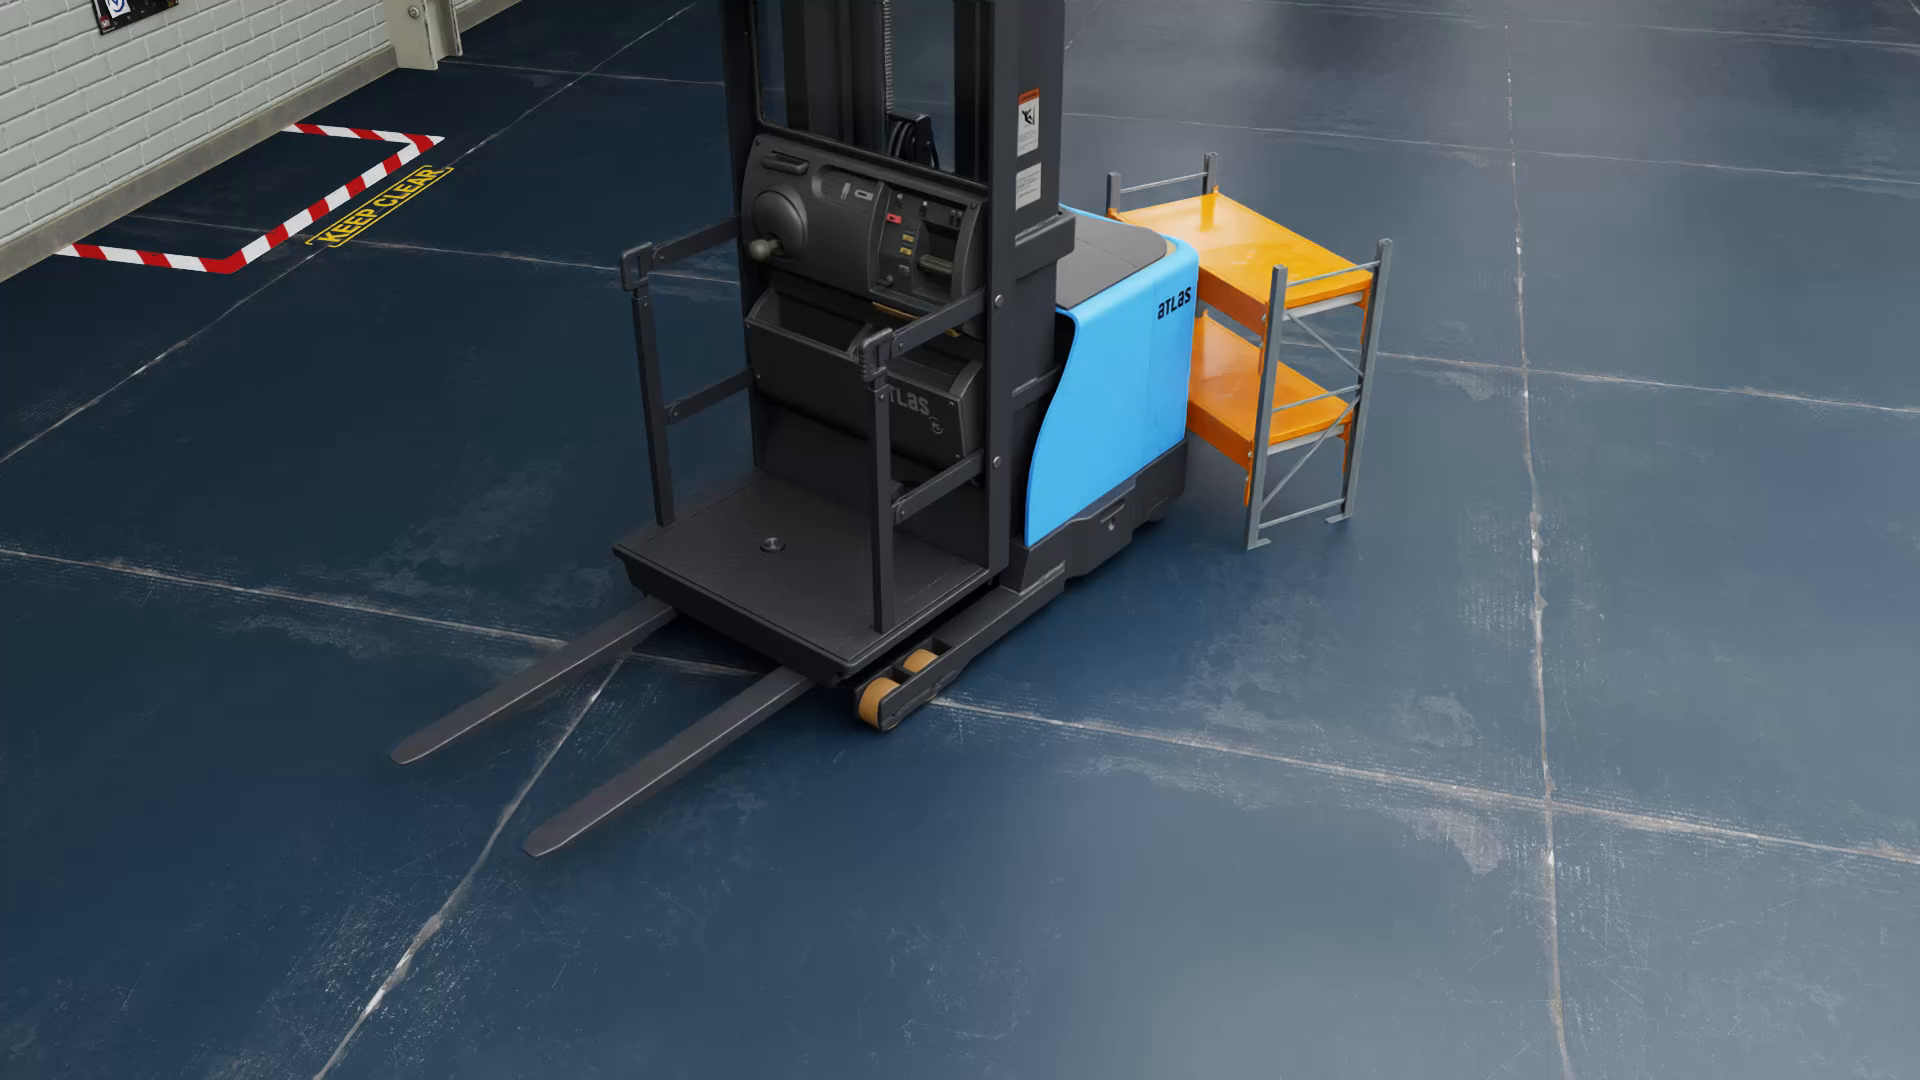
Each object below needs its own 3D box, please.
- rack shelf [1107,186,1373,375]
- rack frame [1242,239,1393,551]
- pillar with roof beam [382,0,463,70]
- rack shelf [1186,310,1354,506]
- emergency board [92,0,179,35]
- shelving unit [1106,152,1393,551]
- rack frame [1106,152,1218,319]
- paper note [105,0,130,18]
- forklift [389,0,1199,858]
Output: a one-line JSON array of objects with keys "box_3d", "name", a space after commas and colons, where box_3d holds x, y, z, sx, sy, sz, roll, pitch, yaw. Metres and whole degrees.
[{"box_3d": [1.036, -0.993, 6.218, 0.538, 0.278, 1.000, -16, 36, -24], "name": "rack shelf"}, {"box_3d": [1.281, -0.507, 5.999, 0.500, 1.125, 0.032, -16, 36, -24], "name": "rack frame"}, {"box_3d": [0.508, -6.513, 8.108, 9.100, 9.000, 0.400, 8, 33, 12], "name": "pillar with roof beam"}, {"box_3d": [1.036, -0.540, 6.506, 0.538, 0.278, 1.000, -16, 36, -24], "name": "rack shelf"}, {"box_3d": [-4.320, -3.291, 8.630, 0.194, 1.169, 0.643, 8, 33, 12], "name": "emergency board"}, {"box_3d": [1.036, -0.746, 6.375, 0.538, 1.125, 1.048, -16, 36, -24], "name": "shelving unit"}, {"box_3d": [0.790, -0.985, 6.751, 0.500, 1.125, 0.032, -16, 36, -24], "name": "rack frame"}, {"box_3d": [-4.431, -2.836, 8.737, 0.016, 0.148, 0.142, 8, 33, 12], "name": "paper note"}, {"box_3d": [-0.451, -0.934, 4.988, 1.130, 2.935, 3.031, 24, 39, 32], "name": "forklift"}]
